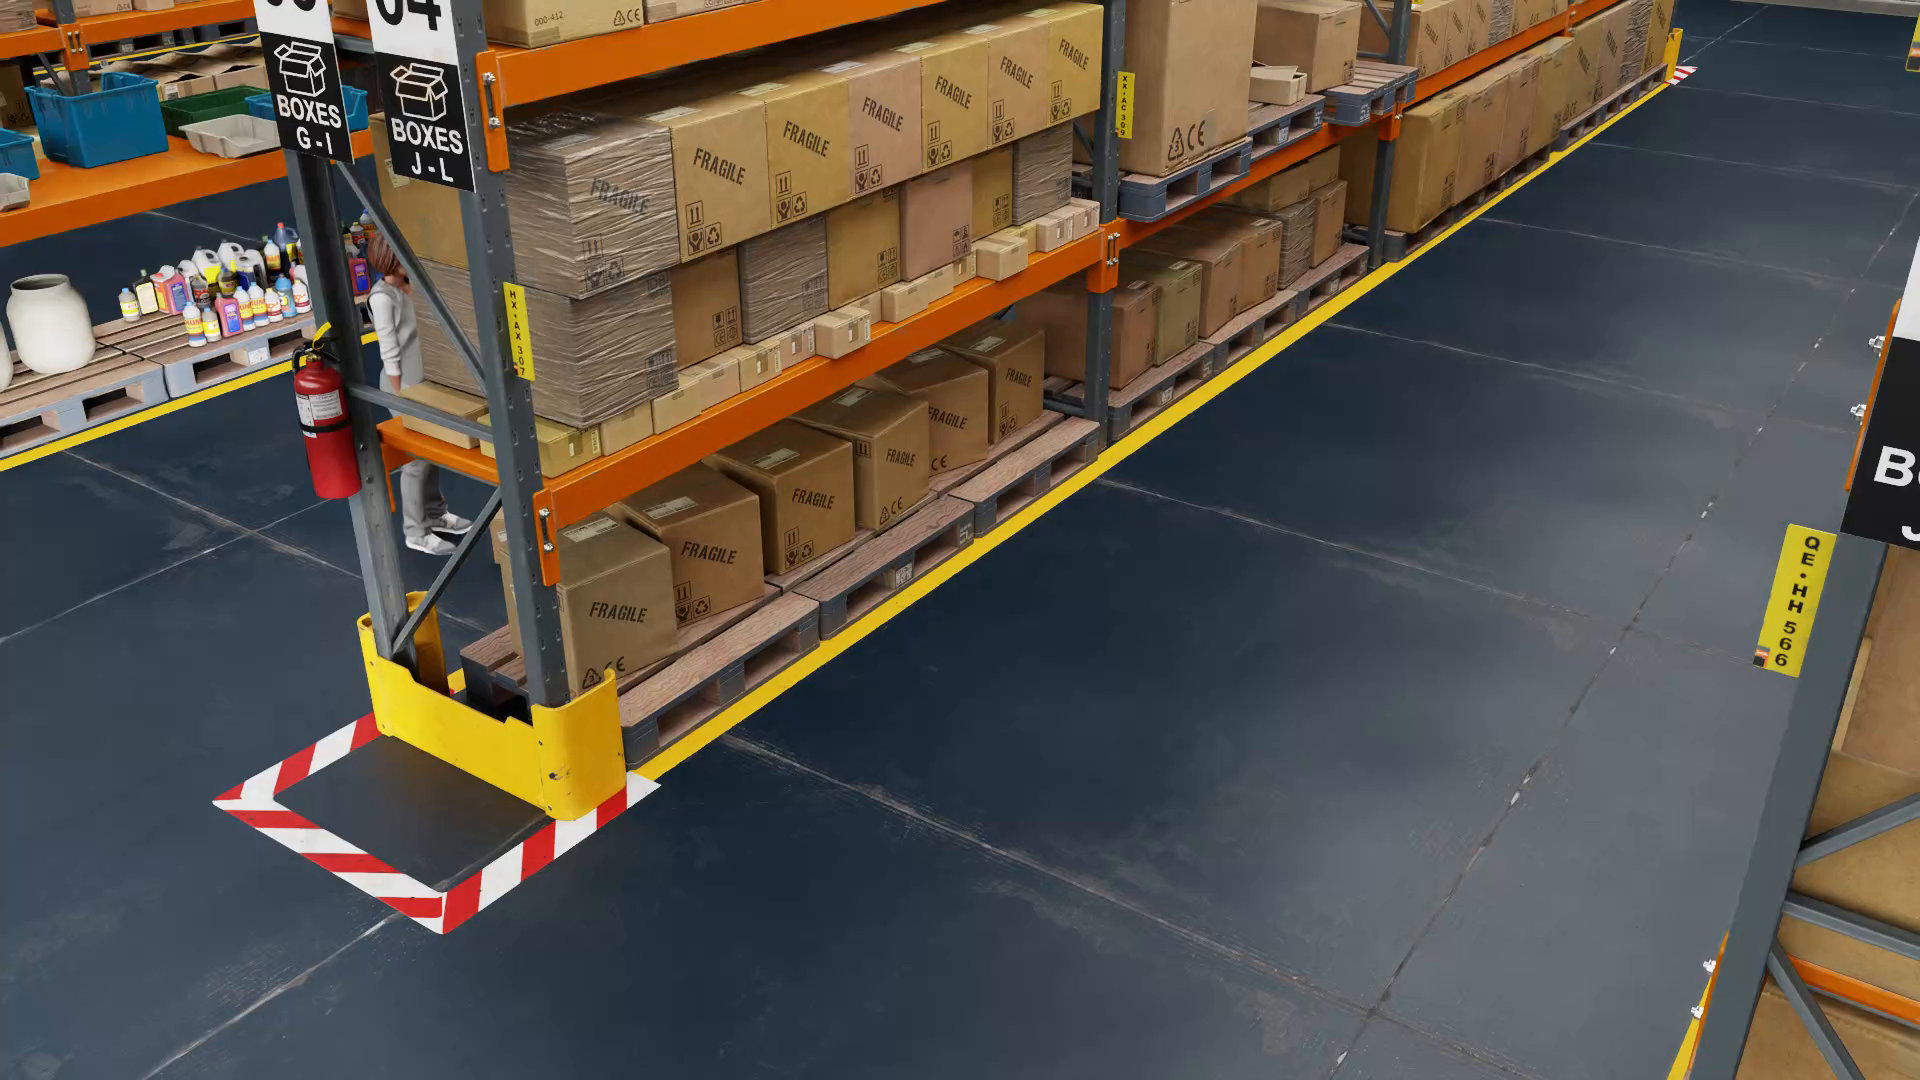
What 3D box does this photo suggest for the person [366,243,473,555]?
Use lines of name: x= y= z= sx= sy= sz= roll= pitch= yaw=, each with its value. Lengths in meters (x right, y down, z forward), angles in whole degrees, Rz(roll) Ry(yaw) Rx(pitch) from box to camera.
person: x=-2.618 y=-0.712 z=8.038 sx=0.341 sy=1.579 sz=0.417 roll=4 pitch=28 yaw=9
